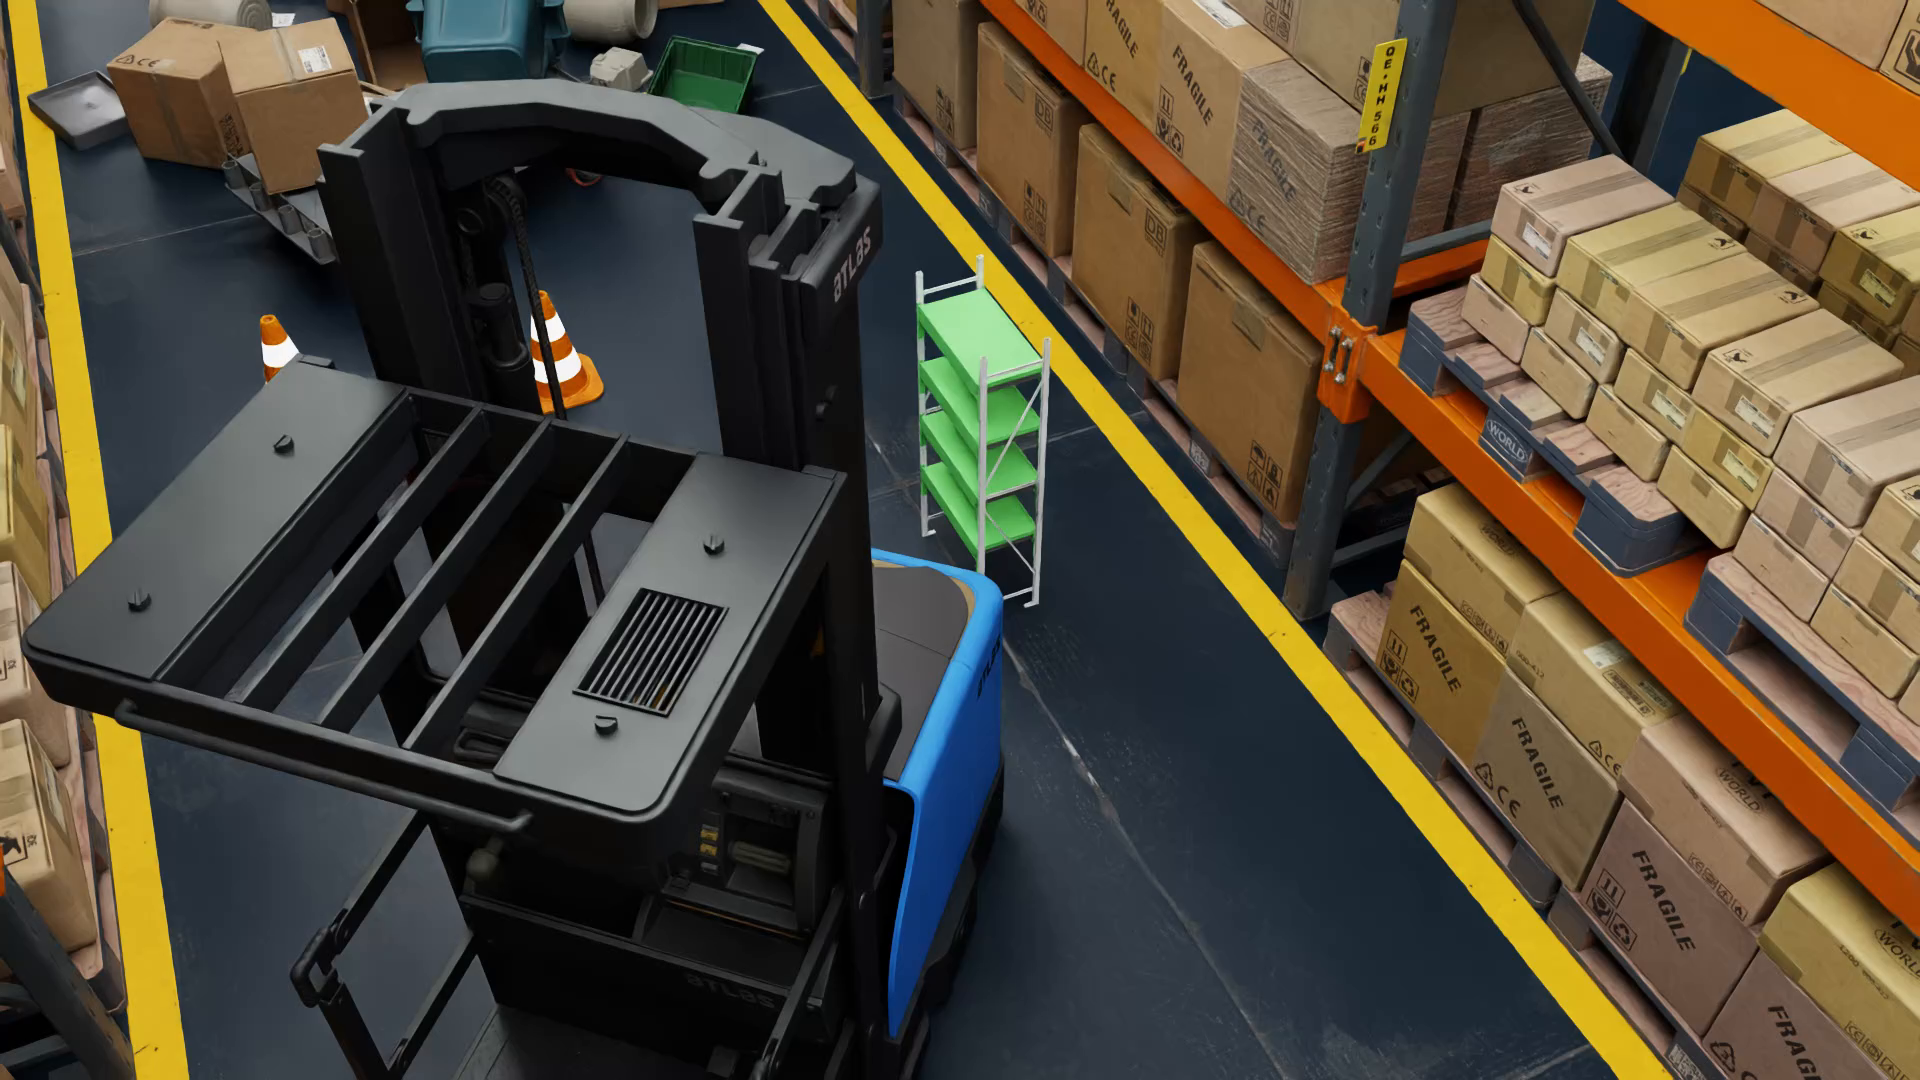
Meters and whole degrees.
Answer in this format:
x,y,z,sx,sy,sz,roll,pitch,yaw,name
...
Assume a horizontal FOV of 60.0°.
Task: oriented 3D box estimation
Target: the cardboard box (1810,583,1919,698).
x,y,z,sx,sy,sz,roll,pitch,yaw,name
2.208,0.175,3.817,0.380,0.149,0.250,-17,47,-17,cardboard box

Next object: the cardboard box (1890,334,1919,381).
x,y,z,sx,sy,sz,roll,pitch,yaw,name
2.596,-0.444,4.232,0.380,0.149,0.250,-18,47,-17,cardboard box

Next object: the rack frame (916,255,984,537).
x,y,z,sx,sy,sz,roll,pitch,yaw,name
-0.033,-0.477,5.879,0.240,1.200,0.015,-18,47,-17,rack frame

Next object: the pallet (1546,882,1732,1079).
x,y,z,sx,sy,sz,roll,pitch,yaw,name
2.480,1.313,4.769,1.003,0.211,1.213,-18,47,-17,pallet

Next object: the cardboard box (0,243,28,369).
x,y,z,sx,sy,sz,roll,pitch,yaw,name
-4.264,-0.858,6.556,0.950,0.372,0.625,-17,47,-17,cardboard box

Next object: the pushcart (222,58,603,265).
x,y,z,sx,sy,sz,roll,pitch,yaw,name
-2.440,-1.749,7.754,1.648,0.377,0.936,-35,54,-30,pushcart

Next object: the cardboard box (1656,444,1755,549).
x,y,z,sx,sy,sz,roll,pitch,yaw,name
1.990,-0.155,4.152,0.380,0.149,0.250,-16,47,-16,cardboard box

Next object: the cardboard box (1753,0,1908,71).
x,y,z,sx,sy,sz,roll,pitch,yaw,name
1.859,-1.299,3.224,0.500,0.500,0.500,-18,47,-17,cardboard box

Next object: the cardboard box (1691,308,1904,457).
x,y,z,sx,sy,sz,roll,pitch,yaw,name
1.987,-0.378,3.953,0.380,0.149,0.250,-20,48,-19,cardboard box

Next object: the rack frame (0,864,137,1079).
x,y,z,sx,sy,sz,roll,pitch,yaw,name
-2.805,0.572,3.535,1.000,3.000,0.127,-18,47,-17,rack frame

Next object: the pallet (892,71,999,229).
x,y,z,sx,sy,sz,roll,pitch,yaw,name
0.354,-2.041,8.169,1.003,0.211,1.213,-18,47,-17,pallet

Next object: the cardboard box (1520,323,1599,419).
x,y,z,sx,sy,sz,roll,pitch,yaw,name
1.761,-0.499,4.500,0.380,0.149,0.250,-16,47,-15,cardboard box

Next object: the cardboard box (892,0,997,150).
x,y,z,sx,sy,sz,roll,pitch,yaw,name
0.304,-2.483,7.934,1.050,0.750,0.750,-18,47,-18,cardboard box

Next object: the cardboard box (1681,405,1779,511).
x,y,z,sx,sy,sz,roll,pitch,yaw,name
2.002,-0.251,4.037,0.380,0.149,0.250,-18,47,-17,cardboard box

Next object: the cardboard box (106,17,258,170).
x,y,z,sx,sy,sz,roll,pitch,yaw,name
-3.703,-2.173,8.095,0.500,0.500,0.500,11,46,11,cardboard box

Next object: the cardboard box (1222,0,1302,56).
x,y,z,sx,sy,sz,roll,pitch,yaw,name
1.250,-1.957,5.315,0.700,0.500,0.500,-19,48,-18,cardboard box

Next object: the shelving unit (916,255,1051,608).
x,y,z,sx,sy,sz,roll,pitch,yaw,name
0.070,-0.322,5.722,0.258,1.200,0.503,-18,47,-17,shelving unit

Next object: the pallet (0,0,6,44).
x,y,z,sx,sy,sz,roll,pitch,yaw,name
-5.828,-2.957,9.097,1.003,0.211,1.213,-18,47,-17,pallet

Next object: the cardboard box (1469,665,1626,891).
x,y,z,sx,sy,sz,roll,pitch,yaw,name
1.924,0.631,4.955,0.500,0.500,0.500,-17,47,-17,cardboard box

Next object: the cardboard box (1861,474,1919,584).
x,y,z,sx,sy,sz,roll,pitch,yaw,name
2.216,-0.038,3.609,0.380,0.149,0.250,-17,47,-16,cardboard box

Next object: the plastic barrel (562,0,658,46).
x,y,z,sx,sy,sz,roll,pitch,yaw,name
-1.907,-2.856,8.843,0.512,0.421,0.421,11,46,11,plastic barrel

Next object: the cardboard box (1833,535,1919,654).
x,y,z,sx,sy,sz,roll,pitch,yaw,name
2.207,0.067,3.714,0.380,0.149,0.250,-18,48,-18,cardboard box

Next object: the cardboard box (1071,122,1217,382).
x,y,z,sx,sy,sz,roll,pitch,yaw,name
1.098,-1.274,6.708,1.050,0.750,0.750,-17,47,-17,cardboard box

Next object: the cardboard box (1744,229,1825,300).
x,y,z,sx,sy,sz,roll,pitch,yaw,name
2.378,-0.771,4.563,0.380,0.149,0.250,-16,47,-16,cardboard box

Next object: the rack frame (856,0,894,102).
x,y,z,sx,sy,sz,roll,pitch,yaw,name
-0.039,-3.504,7.665,1.000,3.000,0.127,-18,47,-17,rack frame

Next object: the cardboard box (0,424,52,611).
x,y,z,sx,sy,sz,roll,pitch,yaw,name
-3.665,0.042,5.644,0.950,0.372,0.625,-17,47,-16,cardboard box

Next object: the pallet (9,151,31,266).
x,y,z,sx,sy,sz,roll,pitch,yaw,name
-4.802,-1.402,7.521,1.003,0.211,1.213,-18,47,-17,pallet

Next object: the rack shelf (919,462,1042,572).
x,y,z,sx,sy,sz,roll,pitch,yaw,name
0.070,-0.105,5.935,0.258,0.148,0.480,-18,47,-17,rack shelf

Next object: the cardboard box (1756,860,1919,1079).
x,y,z,sx,sy,sz,roll,pitch,yaw,name
2.343,1.004,4.044,0.500,0.250,0.500,-20,48,-19,cardboard box

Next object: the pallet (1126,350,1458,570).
x,y,z,sx,sy,sz,roll,pitch,yaw,name
1.380,-0.487,6.593,1.003,0.211,1.213,-18,47,-17,pallet

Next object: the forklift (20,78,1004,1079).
x,y,z,sx,sy,sz,roll,pitch,yaw,name
-0.799,0.706,3.447,1.130,2.935,3.031,13,46,13,forklift

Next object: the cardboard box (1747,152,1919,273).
x,y,z,sx,sy,sz,roll,pitch,yaw,name
2.369,-0.889,4.471,0.380,0.149,0.250,-19,48,-18,cardboard box

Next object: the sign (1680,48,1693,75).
x,y,z,sx,sy,sz,roll,pitch,yaw,name
2.132,-1.505,4.871,0.100,0.325,0.005,-18,47,-17,sign

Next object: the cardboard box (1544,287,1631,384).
x,y,z,sx,sy,sz,roll,pitch,yaw,name
1.780,-0.581,4.371,0.380,0.149,0.250,-16,47,-16,cardboard box

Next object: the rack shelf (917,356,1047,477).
x,y,z,sx,sy,sz,roll,pitch,yaw,name
0.070,-0.447,5.598,0.258,0.148,0.480,-18,47,-17,rack shelf

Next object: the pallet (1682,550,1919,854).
x,y,z,sx,sy,sz,roll,pitch,yaw,name
2.513,0.363,3.883,1.003,0.211,1.213,-18,47,-17,pallet

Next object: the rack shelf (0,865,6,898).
x,y,z,sx,sy,sz,roll,pitch,yaw,name
-1.964,2.102,2.496,1.077,0.370,4.000,-18,47,-17,rack shelf

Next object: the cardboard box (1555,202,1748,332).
x,y,z,sx,sy,sz,roll,pitch,yaw,name
1.777,-0.704,4.284,0.380,0.149,0.250,-19,48,-18,cardboard box

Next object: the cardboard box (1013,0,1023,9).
x,y,z,sx,sy,sz,roll,pitch,yaw,name
0.359,-2.484,6.560,0.500,0.500,0.500,-18,47,-18,cardboard box

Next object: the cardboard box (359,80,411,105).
x,y,z,sx,sy,sz,roll,pitch,yaw,name
-2.882,-2.157,8.247,0.396,0.266,0.258,18,47,18,cardboard box

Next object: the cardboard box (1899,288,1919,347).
x,y,z,sx,sy,sz,roll,pitch,yaw,name
2.595,-0.553,4.131,0.380,0.149,0.250,-17,47,-16,cardboard box

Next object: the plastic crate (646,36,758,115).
x,y,z,sx,sy,sz,roll,pitch,yaw,name
-1.300,-2.247,8.353,0.450,0.188,0.662,11,45,-3,plastic crate

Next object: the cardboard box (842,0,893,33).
x,y,z,sx,sy,sz,roll,pitch,yaw,name
-0.240,-3.318,8.691,0.875,0.875,0.875,-17,47,-17,cardboard box

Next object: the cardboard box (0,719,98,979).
x,y,z,sx,sy,sz,roll,pitch,yaw,name
-3.034,0.995,4.678,0.950,0.372,0.625,-21,48,-20,cardboard box

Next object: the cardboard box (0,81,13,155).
x,y,z,sx,sy,sz,roll,pitch,yaw,name
-4.725,-1.941,7.740,0.500,0.250,0.500,-16,47,-15,cardboard box

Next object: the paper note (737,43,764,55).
x,y,z,sx,sy,sz,roll,pitch,yaw,name
-1.143,-2.608,8.871,0.142,0.020,0.147,18,47,18,paper note

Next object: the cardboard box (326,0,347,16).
x,y,z,sx,sy,sz,roll,pitch,yaw,name
-3.134,-3.266,9.202,0.637,0.503,0.797,18,47,18,cardboard box

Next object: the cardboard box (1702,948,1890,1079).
x,y,z,sx,sy,sz,roll,pitch,yaw,name
2.358,1.282,4.295,0.500,0.500,0.500,-19,48,-18,cardboard box

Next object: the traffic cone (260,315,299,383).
x,y,z,sx,sy,sz,roll,pitch,yaw,name
-2.696,-0.698,6.627,0.336,0.463,0.334,-18,47,-17,traffic cone

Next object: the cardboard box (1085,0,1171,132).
x,y,z,sx,sy,sz,roll,pitch,yaw,name
0.792,-1.835,5.903,0.500,0.500,0.500,-19,48,-18,cardboard box

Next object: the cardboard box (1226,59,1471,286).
x,y,z,sx,sy,sz,roll,pitch,yaw,name
1.210,-1.198,5.257,0.500,0.500,0.500,-18,47,-17,cardboard box

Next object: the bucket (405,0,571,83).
x,y,z,sx,sy,sz,roll,pitch,yaw,name
-2.188,-2.285,7.679,0.726,0.611,0.620,-3,55,-3,bucket

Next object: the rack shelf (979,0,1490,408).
x,y,z,sx,sy,sz,roll,pitch,yaw,name
0.802,-1.973,6.626,1.077,0.370,4.000,-18,47,-17,rack shelf

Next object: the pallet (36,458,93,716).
x,y,z,sx,sy,sz,roll,pitch,yaw,name
-3.642,0.290,5.806,1.003,0.211,1.213,-18,47,-17,pallet

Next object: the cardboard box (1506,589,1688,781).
x,y,z,sx,sy,sz,roll,pitch,yaw,name
1.927,0.353,4.704,0.500,0.250,0.500,-19,48,-18,cardboard box

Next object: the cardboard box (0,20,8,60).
x,y,z,sx,sy,sz,roll,pitch,yaw,name
-5.149,-2.597,8.405,0.500,0.250,0.500,-20,48,-19,cardboard box
